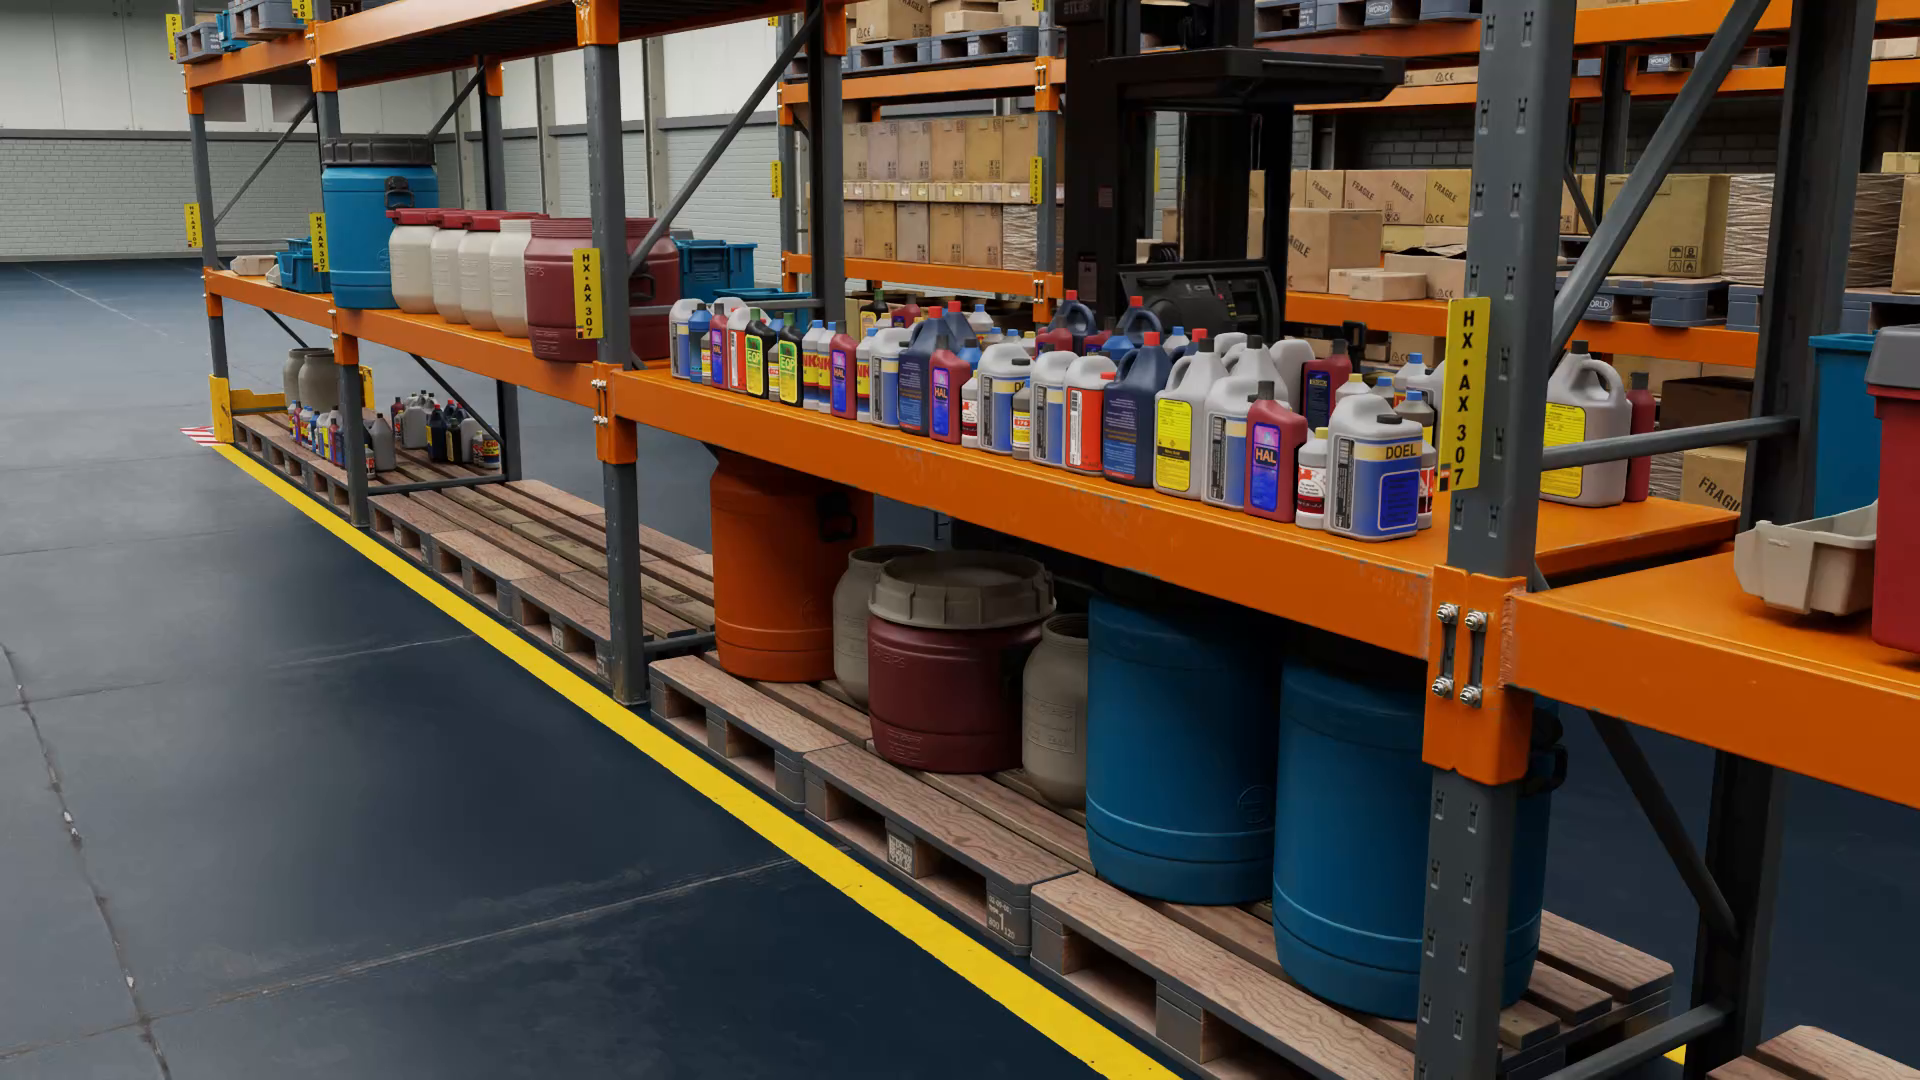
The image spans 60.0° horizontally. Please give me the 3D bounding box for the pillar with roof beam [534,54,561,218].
[{"bbox_3d":[-12.862,-10.149,34.709,9.100,9.000,0.400,-8,15,-33],"label":"pillar with roof beam"}]

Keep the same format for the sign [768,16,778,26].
[{"bbox_3d":[-1.677,-4.761,14.860,0.100,0.325,0.005,-8,15,-33],"label":"sign"}]

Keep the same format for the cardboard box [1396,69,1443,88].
[{"bbox_3d":[4.372,-4.446,15.371,0.500,0.500,0.500,-10,16,-37],"label":"cardboard box"}]

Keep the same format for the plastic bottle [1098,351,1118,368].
[{"bbox_3d":[0.361,-0.341,4.200,0.097,0.271,0.097,0,12,0],"label":"plastic bottle"}]

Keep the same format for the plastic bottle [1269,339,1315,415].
[{"bbox_3d":[0.859,-0.407,4.490,0.152,0.276,0.135,-8,15,-33],"label":"plastic bottle"}]

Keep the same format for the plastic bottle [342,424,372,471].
[{"bbox_3d":[-3.717,-0.599,10.251,0.144,0.351,0.185,-9,15,-34],"label":"plastic bottle"}]

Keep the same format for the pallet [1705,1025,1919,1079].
[{"bbox_3d":[1.751,1.313,2.862,1.003,0.211,1.213,-8,15,-33],"label":"pallet"}]

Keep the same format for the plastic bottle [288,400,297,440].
[{"bbox_3d":[-4.592,-0.832,11.501,0.097,0.271,0.097,0,12,0],"label":"plastic bottle"}]

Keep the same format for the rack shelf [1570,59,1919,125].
[{"bbox_3d":[6.235,-3.529,13.139,1.077,0.370,4.000,-8,15,-33],"label":"rack shelf"}]

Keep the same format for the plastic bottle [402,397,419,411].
[{"bbox_3d":[-3.838,-0.871,11.668,0.152,0.276,0.135,-8,15,-32],"label":"plastic bottle"}]

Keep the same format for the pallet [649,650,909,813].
[{"bbox_3d":[-0.433,0.611,6.073,1.003,0.211,1.213,-8,15,-33],"label":"pallet"}]

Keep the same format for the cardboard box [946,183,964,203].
[{"bbox_3d":[0.114,-2.753,13.179,0.380,0.149,0.250,-8,15,-33],"label":"cardboard box"}]

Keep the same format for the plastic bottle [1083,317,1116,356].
[{"bbox_3d":[0.434,-0.541,5.087,0.061,0.283,0.133,-8,15,-33],"label":"plastic bottle"}]

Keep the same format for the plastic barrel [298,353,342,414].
[{"bbox_3d":[-4.631,-1.102,12.220,0.421,0.512,0.421,0,12,0],"label":"plastic barrel"}]

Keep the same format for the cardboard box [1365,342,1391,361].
[{"bbox_3d":[4.257,-1.880,16.579,0.380,0.149,0.250,-10,16,-37],"label":"cardboard box"}]

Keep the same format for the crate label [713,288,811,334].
[{"bbox_3d":[-0.826,-0.924,6.957,0.303,0.233,0.416,-8,15,-33],"label":"crate label"}]

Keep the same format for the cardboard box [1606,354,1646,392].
[{"bbox_3d":[5.877,-1.549,14.247,0.700,0.500,0.500,-8,15,-34],"label":"cardboard box"}]

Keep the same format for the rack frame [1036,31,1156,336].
[{"bbox_3d":[1.005,-2.183,12.325,1.000,3.000,0.127,-8,15,-33],"label":"rack frame"}]

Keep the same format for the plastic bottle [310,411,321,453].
[{"bbox_3d":[-4.234,-0.717,10.977,0.097,0.271,0.097,0,12,0],"label":"plastic bottle"}]

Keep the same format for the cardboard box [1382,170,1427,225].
[{"bbox_3d":[4.326,-3.209,15.563,0.500,0.500,0.500,-8,15,-33],"label":"cardboard box"}]

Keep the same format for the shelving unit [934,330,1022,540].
[{"bbox_3d":[0.092,-0.557,9.099,0.258,1.200,0.503,-8,15,-33],"label":"shelving unit"}]

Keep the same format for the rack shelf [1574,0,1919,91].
[{"bbox_3d":[4.329,-2.230,7.202,1.077,0.370,4.000,-8,15,-33],"label":"rack shelf"}]

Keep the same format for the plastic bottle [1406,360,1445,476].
[{"bbox_3d":[1.170,-0.307,4.034,0.152,0.276,0.135,-8,15,-33],"label":"plastic bottle"}]

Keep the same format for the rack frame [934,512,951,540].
[{"bbox_3d":[-0.043,-0.600,9.297,0.240,1.200,0.015,-8,15,-33],"label":"rack frame"}]

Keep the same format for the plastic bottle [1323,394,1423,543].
[{"bbox_3d":[0.824,-0.146,3.300,0.152,0.276,0.135,-8,15,-33],"label":"plastic bottle"}]

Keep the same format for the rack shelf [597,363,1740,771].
[{"bbox_3d":[0.204,-0.179,4.844,1.077,0.370,4.000,-8,15,-33],"label":"rack shelf"}]

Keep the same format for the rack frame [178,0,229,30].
[{"bbox_3d":[-5.337,-5.240,12.259,1.000,3.000,0.127,-8,15,-33],"label":"rack frame"}]

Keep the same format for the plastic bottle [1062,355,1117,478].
[{"bbox_3d":[0.342,-0.301,4.007,0.152,0.276,0.135,-8,15,-33],"label":"plastic bottle"}]

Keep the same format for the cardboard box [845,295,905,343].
[{"bbox_3d":[-0.821,-1.913,14.785,0.500,0.500,0.500,-8,15,-33],"label":"cardboard box"}]

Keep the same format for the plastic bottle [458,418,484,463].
[{"bbox_3d":[-3.134,-0.645,10.636,0.152,0.276,0.135,-7,14,-31],"label":"plastic bottle"}]

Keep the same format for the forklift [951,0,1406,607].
[{"bbox_3d":[1.219,-1.068,7.386,1.130,2.935,3.031,-9,15,-35],"label":"forklift"}]

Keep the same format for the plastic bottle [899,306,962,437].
[{"bbox_3d":[-0.080,-0.472,4.613,0.144,0.351,0.185,-8,15,-33],"label":"plastic bottle"}]

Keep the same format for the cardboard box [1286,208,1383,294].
[{"bbox_3d":[2.278,-1.817,10.417,0.500,0.500,0.500,-9,15,-36],"label":"cardboard box"}]

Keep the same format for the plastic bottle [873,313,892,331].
[{"bbox_3d":[-0.276,-0.745,6.214,0.097,0.201,0.097,0,12,0],"label":"plastic bottle"}]

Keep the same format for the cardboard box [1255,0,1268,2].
[{"bbox_3d":[2.013,-3.433,10.388,0.500,0.250,0.500,-10,16,-38],"label":"cardboard box"}]

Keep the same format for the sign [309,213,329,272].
[{"bbox_3d":[-3.585,-1.670,9.329,0.100,0.325,0.005,-8,15,-33],"label":"sign"}]

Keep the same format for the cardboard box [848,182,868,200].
[{"bbox_3d":[-0.749,-3.029,14.439,0.380,0.149,0.250,-8,15,-34],"label":"cardboard box"}]

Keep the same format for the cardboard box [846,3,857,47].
[{"bbox_3d":[-0.896,-4.582,14.717,0.797,0.503,0.637,-7,14,-29],"label":"cardboard box"}]

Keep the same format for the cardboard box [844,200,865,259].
[{"bbox_3d":[-0.668,-2.766,14.756,0.700,0.500,0.500,-8,14,-31],"label":"cardboard box"}]

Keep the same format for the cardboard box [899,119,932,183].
[{"bbox_3d":[-0.080,-3.212,13.758,0.700,0.500,0.500,-8,15,-33],"label":"cardboard box"}]

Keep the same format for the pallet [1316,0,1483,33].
[{"bbox_3d":[2.771,-2.955,9.275,1.213,0.211,1.003,-7,14,-30],"label":"pallet"}]

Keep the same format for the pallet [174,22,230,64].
[{"bbox_3d":[-4.960,-3.524,11.874,1.003,0.211,1.213,-8,15,-33],"label":"pallet"}]

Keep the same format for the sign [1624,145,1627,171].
[{"bbox_3d":[3.668,-2.065,9.258,0.100,0.325,0.005,-8,15,-33],"label":"sign"}]

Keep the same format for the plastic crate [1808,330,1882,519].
[{"bbox_3d":[1.854,-0.154,2.941,0.392,0.384,0.575,-8,15,-33],"label":"plastic crate"}]

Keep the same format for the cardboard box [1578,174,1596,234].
[{"bbox_3d":[5.684,-2.839,14.061,0.700,0.500,0.500,-6,14,-27],"label":"cardboard box"}]

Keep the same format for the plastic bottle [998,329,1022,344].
[{"bbox_3d":[0.175,-0.600,5.551,0.097,0.201,0.097,0,12,0],"label":"plastic bottle"}]

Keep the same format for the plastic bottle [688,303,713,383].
[{"bbox_3d":[-0.892,-0.685,5.772,0.097,0.271,0.097,0,12,0],"label":"plastic bottle"}]

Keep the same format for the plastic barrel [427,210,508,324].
[{"bbox_3d":[-2.367,-1.338,8.139,0.433,0.535,0.433,0,12,0],"label":"plastic barrel"}]

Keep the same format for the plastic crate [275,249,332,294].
[{"bbox_3d":[-3.960,-1.690,10.416,0.499,0.251,0.616,-8,15,-33],"label":"plastic crate"}]

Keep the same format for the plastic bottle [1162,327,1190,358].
[{"bbox_3d":[0.636,-0.487,4.867,0.097,0.271,0.097,0,12,0],"label":"plastic bottle"}]

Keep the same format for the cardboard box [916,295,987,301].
[{"bbox_3d":[-0.100,-1.887,14.667,0.500,0.500,0.500,-8,15,-33],"label":"cardboard box"}]

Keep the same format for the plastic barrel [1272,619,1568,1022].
[{"bbox_3d":[1.025,0.546,3.772,0.600,0.901,0.708,-8,15,-33],"label":"plastic barrel"}]

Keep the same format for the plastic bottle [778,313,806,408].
[{"bbox_3d":[-0.513,-0.562,5.182,0.061,0.283,0.133,-8,15,-33],"label":"plastic bottle"}]
